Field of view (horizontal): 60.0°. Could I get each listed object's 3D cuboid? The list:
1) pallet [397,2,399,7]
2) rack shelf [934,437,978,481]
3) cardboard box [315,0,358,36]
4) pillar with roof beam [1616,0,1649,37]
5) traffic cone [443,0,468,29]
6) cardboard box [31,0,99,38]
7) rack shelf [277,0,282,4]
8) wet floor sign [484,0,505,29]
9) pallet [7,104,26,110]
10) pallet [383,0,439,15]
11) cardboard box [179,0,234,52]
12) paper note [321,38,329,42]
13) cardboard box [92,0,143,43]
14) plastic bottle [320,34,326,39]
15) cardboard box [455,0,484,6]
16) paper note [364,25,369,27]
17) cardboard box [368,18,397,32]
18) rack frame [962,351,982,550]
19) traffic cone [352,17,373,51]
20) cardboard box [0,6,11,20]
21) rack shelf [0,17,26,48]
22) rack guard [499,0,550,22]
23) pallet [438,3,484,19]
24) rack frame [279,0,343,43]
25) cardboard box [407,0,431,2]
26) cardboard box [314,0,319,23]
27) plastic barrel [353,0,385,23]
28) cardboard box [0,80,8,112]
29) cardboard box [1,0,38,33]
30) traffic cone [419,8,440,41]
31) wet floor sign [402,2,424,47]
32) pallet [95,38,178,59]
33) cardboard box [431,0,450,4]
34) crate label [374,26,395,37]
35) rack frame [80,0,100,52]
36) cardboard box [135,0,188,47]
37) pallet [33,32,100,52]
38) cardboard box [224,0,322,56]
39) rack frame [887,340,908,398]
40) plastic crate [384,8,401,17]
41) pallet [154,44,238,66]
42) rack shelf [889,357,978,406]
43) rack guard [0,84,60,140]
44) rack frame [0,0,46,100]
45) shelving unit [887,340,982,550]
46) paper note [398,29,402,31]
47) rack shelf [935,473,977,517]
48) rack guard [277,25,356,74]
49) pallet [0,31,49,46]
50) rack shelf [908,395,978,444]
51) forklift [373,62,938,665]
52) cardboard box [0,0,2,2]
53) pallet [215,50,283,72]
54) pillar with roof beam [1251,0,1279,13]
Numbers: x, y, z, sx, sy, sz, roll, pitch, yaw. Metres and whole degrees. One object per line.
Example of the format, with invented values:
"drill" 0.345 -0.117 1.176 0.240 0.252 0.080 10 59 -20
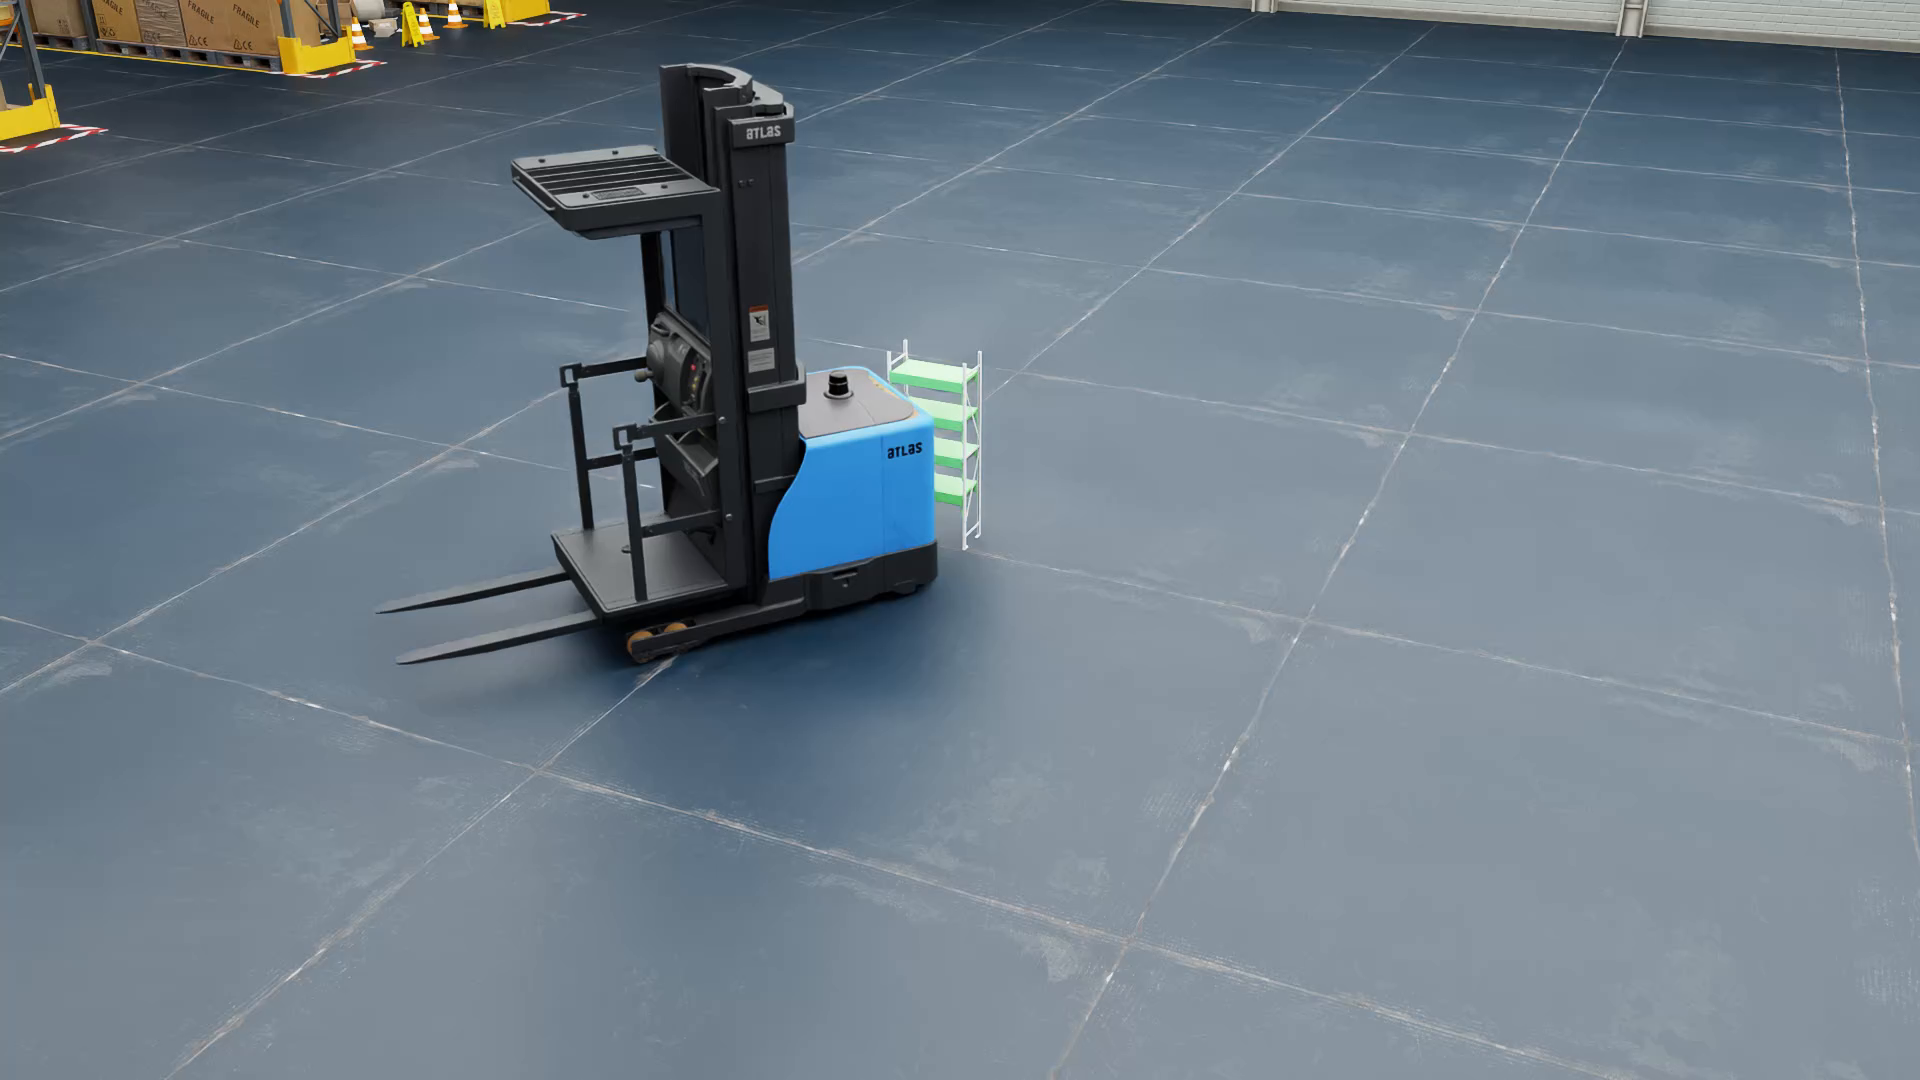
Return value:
"pallet" -10.423 -9.642 29.596 1.213 0.211 1.003 11 28 22
"rack shelf" -0.151 -0.511 10.075 0.480 0.148 0.258 11 28 22
"cardboard box" -10.055 -8.454 26.851 0.637 0.503 0.797 -7 27 -14
"pillar with roof beam" 8.986 -10.426 21.239 0.400 9.000 9.100 11 28 22
"traffic cone" -8.333 -8.692 27.381 0.334 0.463 0.336 11 28 22
"cardboard box" -13.608 -8.250 25.681 0.750 0.750 1.050 11 28 22
"rack shelf" -11.185 -8.305 24.536 4.000 0.370 1.077 11 28 22
"wet floor sign" -7.678 -8.749 27.290 0.232 0.644 0.267 23 35 39
"pallet" -12.304 -5.211 20.596 1.213 0.211 1.003 11 28 22
"pallet" -9.308 -9.420 29.144 1.213 0.211 1.003 11 28 22
"cardboard box" -10.811 -7.754 24.534 0.875 0.875 0.875 11 28 21
"paper note" -10.052 -7.891 26.244 0.142 0.017 0.144 23 35 39
"cardboard box" -12.463 -8.085 25.206 0.875 0.875 0.875 12 29 23
"plastic bottle" -10.264 -8.027 26.485 0.283 0.061 0.133 2 26 4
"cardboard box" -8.277 -9.269 28.319 0.500 0.250 0.500 11 28 22
"paper note" -9.803 -8.521 27.536 0.142 0.019 0.148 23 35 39
"cardboard box" -9.436 -8.419 27.181 0.380 0.149 0.250 -18 31 -31
"rack frame" 0.071 -0.524 9.956 0.015 1.200 0.240 11 28 22
"traffic cone" -9.260 -7.792 25.552 0.334 0.463 0.336 11 28 22
"cardboard box" -11.671 -6.321 19.977 0.250 0.149 0.380 11 28 22
"rack shelf" -13.331 -6.329 20.523 4.000 0.370 1.077 11 28 22
"rack guard" -7.477 -9.163 28.295 0.348 0.500 1.175 11 28 22
"pallet" -8.202 -9.196 28.690 1.213 0.211 1.003 11 28 22
"rack frame" -9.365 -8.262 23.635 0.127 3.000 1.000 11 28 22
"cardboard box" -9.202 -9.456 28.698 0.500 0.250 0.500 10 28 20
"cardboard box" -10.909 -8.682 27.161 0.503 0.637 0.797 11 28 22
"plastic barrel" -9.915 -8.884 27.814 0.512 0.421 0.421 -12 29 -23
"cardboard box" -12.071 -5.474 20.326 0.500 0.500 0.500 17 31 31
"cardboard box" -14.485 -8.427 26.043 0.750 0.750 1.050 11 28 22
"traffic cone" -8.483 -8.184 26.348 0.334 0.463 0.336 11 28 22
"wet floor sign" -8.519 -7.996 25.761 0.232 0.644 0.267 6 27 13
"pallet" -12.346 -7.572 25.390 1.213 0.211 1.003 11 28 22
"cardboard box" -8.723 -9.363 28.509 0.500 0.250 0.500 11 28 22
"crate label" -9.225 -8.157 26.662 0.298 0.136 0.250 -2 26 -5
"rack frame" -13.006 -8.993 25.120 0.127 3.000 1.000 11 28 22
"cardboard box" -11.640 -7.922 24.874 0.875 0.875 0.875 12 28 22
"pallet" -13.740 -7.853 25.961 1.213 0.211 1.003 11 28 22
"cardboard box" -10.010 -7.594 24.209 0.875 0.875 0.875 12 28 22
"rack frame" -0.373 -0.613 10.137 0.015 1.200 0.240 11 28 22
"plastic crate" -9.959 -9.075 28.592 0.583 0.080 0.402 2 26 4
"pallet" -11.232 -7.349 24.938 1.213 0.211 1.003 11 28 22
"rack shelf" -0.151 -0.942 9.863 0.480 0.148 0.258 11 28 22
"rack guard" -11.579 -5.178 20.202 0.348 0.500 1.175 11 28 22
"rack frame" -11.510 -6.286 19.621 0.127 3.000 1.000 11 28 22
"shelving unit" -0.151 -0.569 10.046 0.503 1.200 0.258 11 28 22
"paper note" -9.092 -8.311 27.096 0.142 0.019 0.148 2 26 4
"rack shelf" -0.151 -0.296 10.181 0.480 0.148 0.258 11 28 22
"rack guard" -9.343 -7.136 24.178 0.348 0.500 1.175 11 28 22
"pallet" -14.854 -8.075 26.413 1.213 0.211 1.003 11 28 22
"rack shelf" -0.151 -0.727 9.969 0.480 0.148 0.258 11 28 22
"forklift" -1.678 -0.924 8.808 3.031 2.935 1.130 -13 29 -24
"cardboard box" -11.999 -6.576 19.760 0.500 0.500 0.875 11 28 22
"pallet" -10.125 -7.125 24.484 1.213 0.211 1.003 11 28 22
"pillar with roof beam" 3.524 -11.523 23.467 0.400 9.000 9.100 11 28 22
